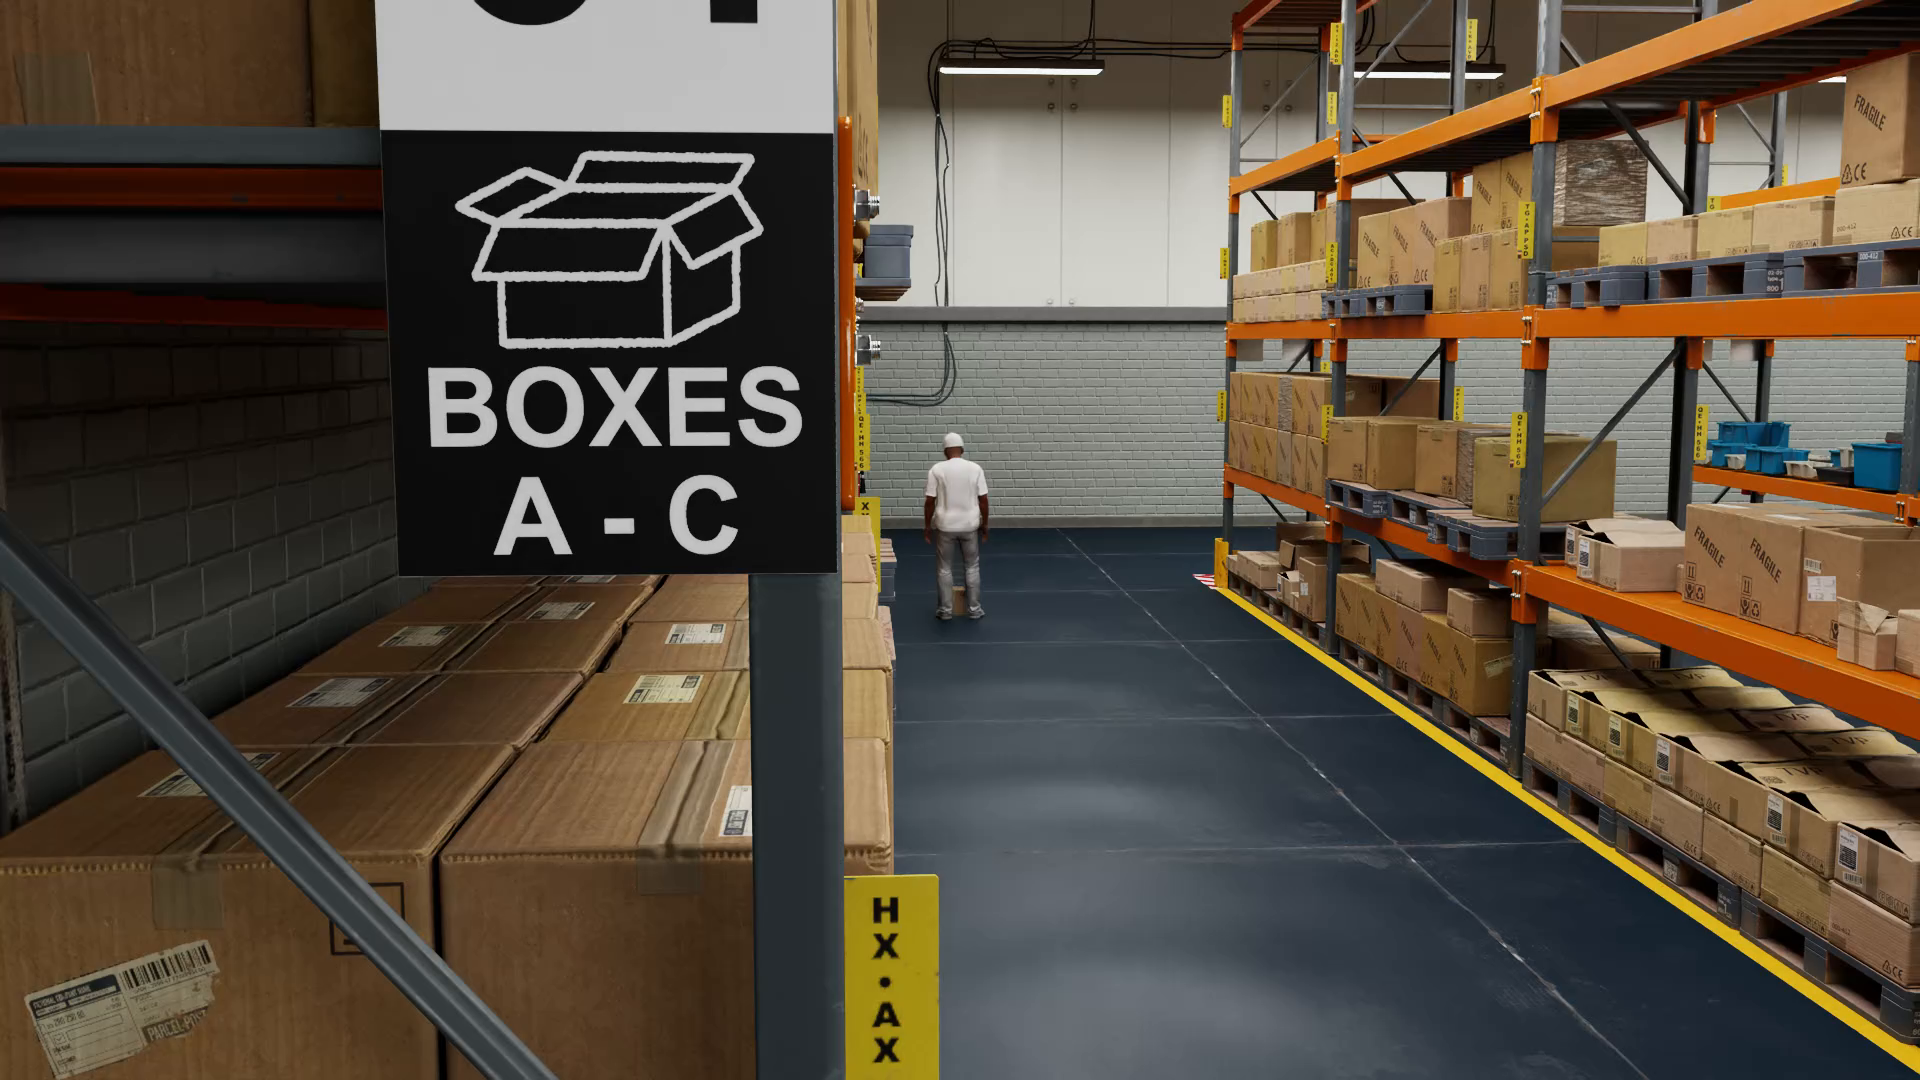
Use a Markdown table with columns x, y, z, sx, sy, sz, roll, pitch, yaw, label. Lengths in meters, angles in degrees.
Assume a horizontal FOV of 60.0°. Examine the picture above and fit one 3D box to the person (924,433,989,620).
| x | y | z | sx | sy | sz | roll | pitch | yaw | label |
| --- | --- | --- | --- | --- | --- | --- | --- | --- | --- |
| -0.036 | -0.130 | 15.757 | 0.623 | 1.759 | 0.462 | -1 | 7 | -7 | person |
